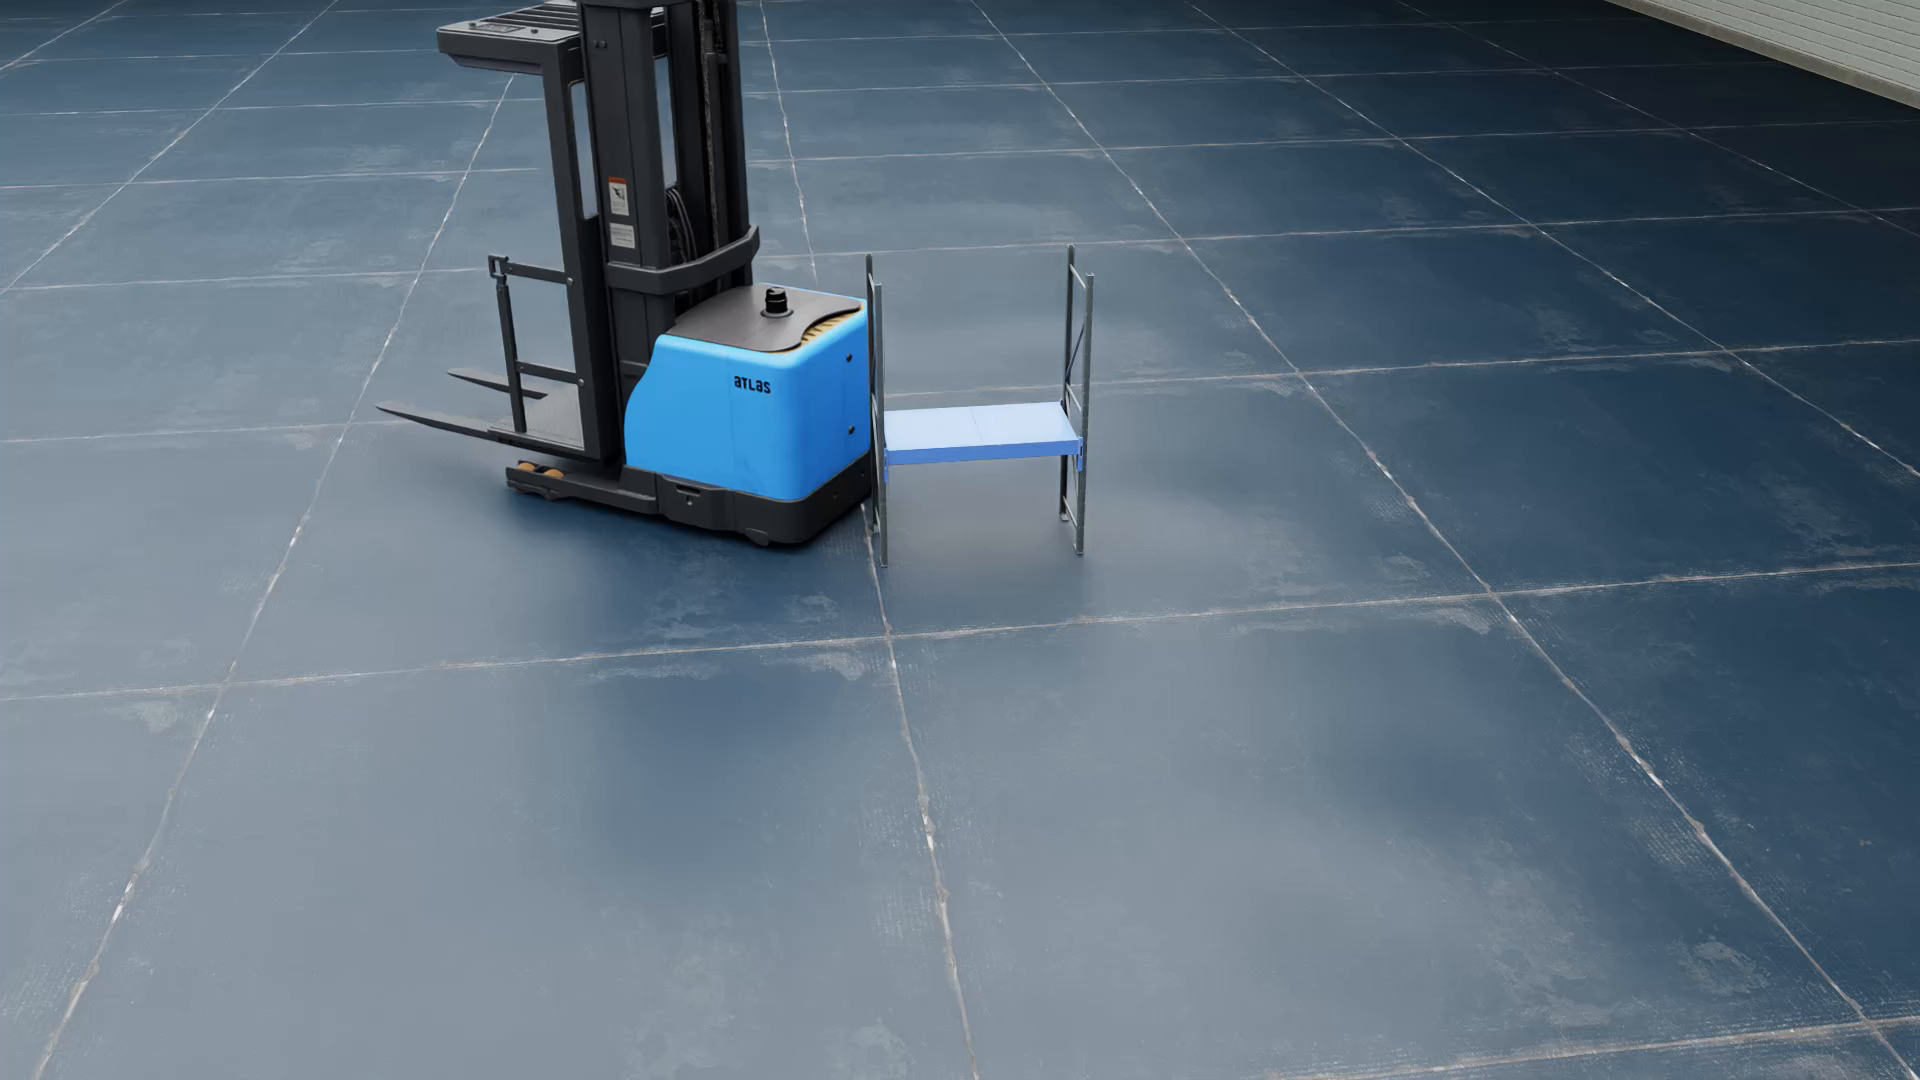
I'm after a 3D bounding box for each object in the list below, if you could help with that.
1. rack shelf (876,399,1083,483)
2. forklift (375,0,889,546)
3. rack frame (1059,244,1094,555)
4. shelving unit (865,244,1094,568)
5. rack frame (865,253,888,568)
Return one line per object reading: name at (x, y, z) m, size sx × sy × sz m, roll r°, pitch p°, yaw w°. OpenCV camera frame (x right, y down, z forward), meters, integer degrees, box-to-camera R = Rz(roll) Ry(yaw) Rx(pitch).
rack shelf at (0.084, -0.513, 8.500) m, size 1.000 × 0.185 × 0.538 m, roll -4°, pitch 27°, yaw -7°
forklift at (-1.948, -1.725, 8.902) m, size 3.031 × 2.935 × 1.130 m, roll 13°, pitch 30°, yaw 23°
rack frame at (0.588, -0.705, 8.481) m, size 0.032 × 1.500 × 0.500 m, roll -4°, pitch 27°, yaw -7°
shelving unit at (0.084, -0.673, 8.418) m, size 1.048 × 1.500 × 0.538 m, roll -4°, pitch 27°, yaw -7°
rack frame at (-0.419, -0.640, 8.355) m, size 0.032 × 1.500 × 0.500 m, roll -4°, pitch 27°, yaw -7°
